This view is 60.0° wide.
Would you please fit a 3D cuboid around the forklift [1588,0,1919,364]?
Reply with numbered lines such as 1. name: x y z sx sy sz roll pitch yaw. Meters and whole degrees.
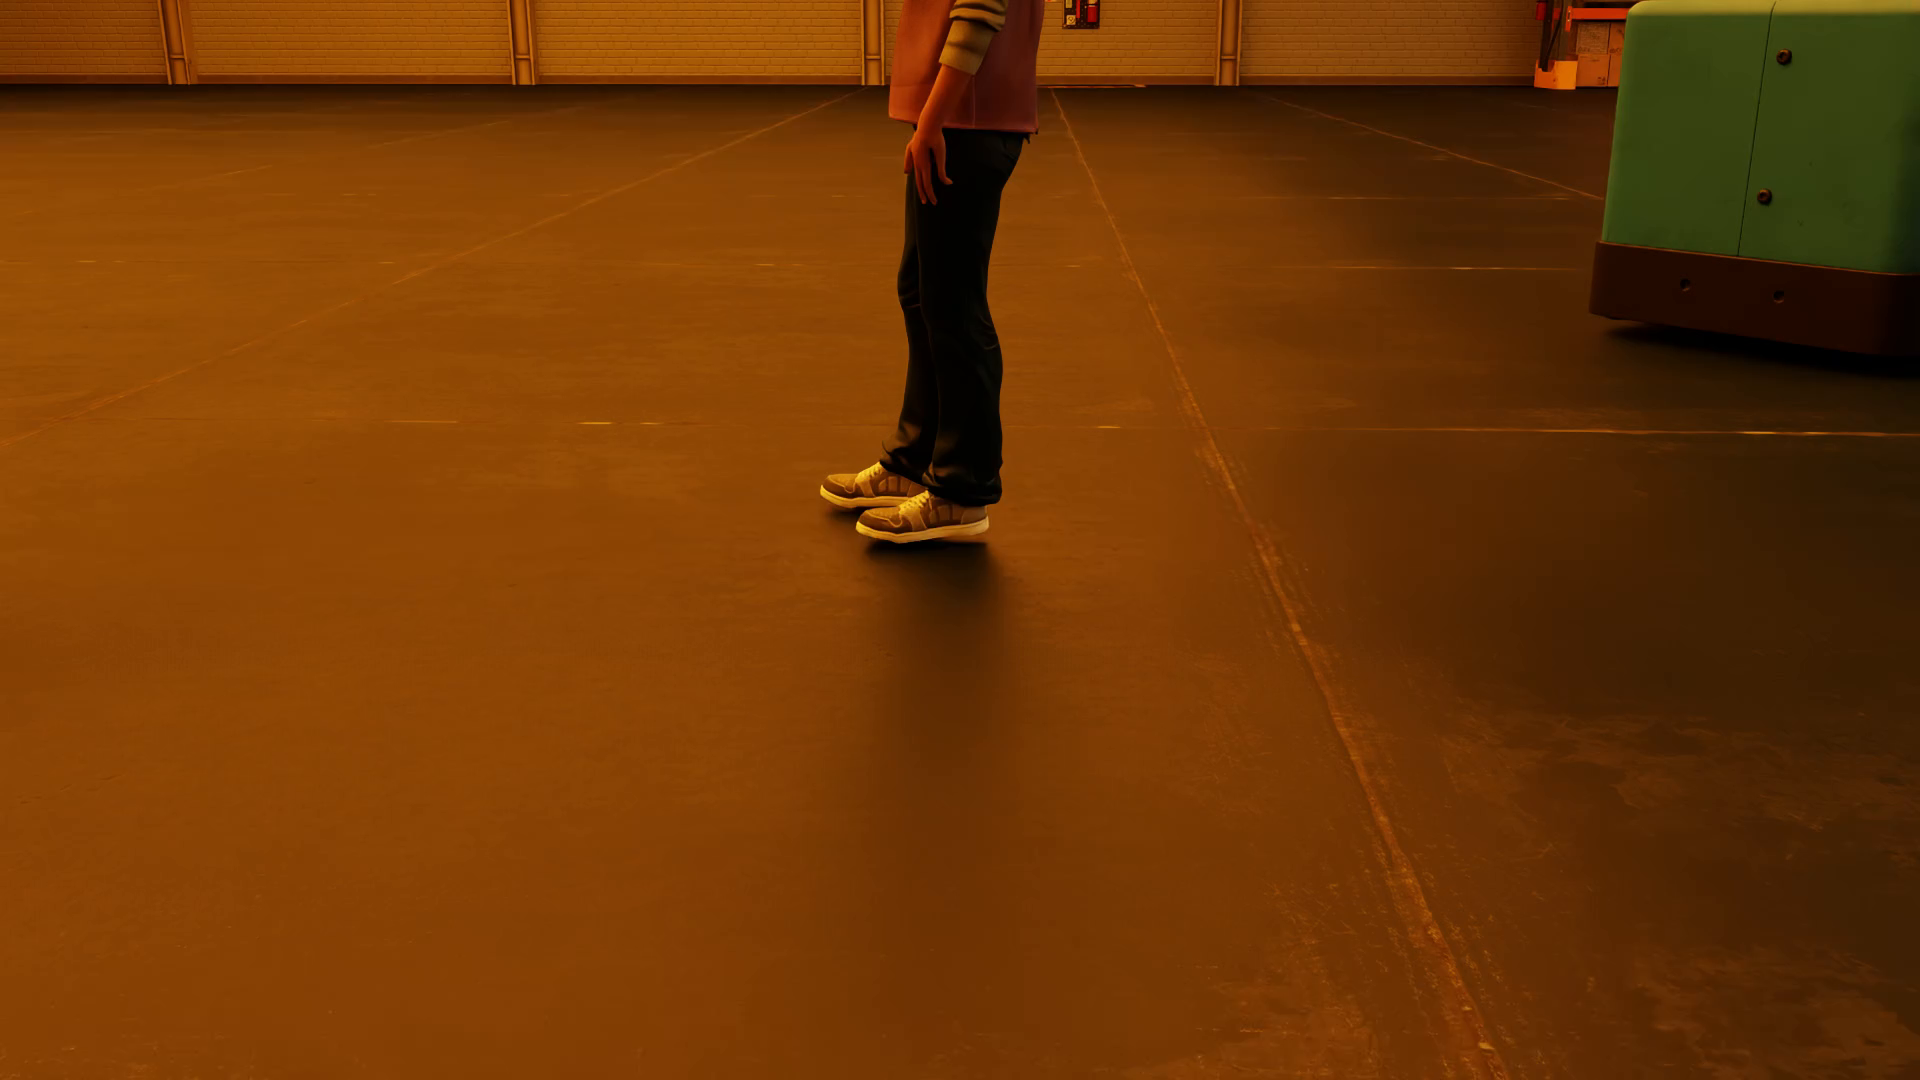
1. forklift: 3.589 -2.251 5.677 3.031 2.935 1.130 -13 21 -36

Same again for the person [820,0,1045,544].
1. person: -0.074 -0.775 3.148 0.473 1.599 0.520 1 17 2
